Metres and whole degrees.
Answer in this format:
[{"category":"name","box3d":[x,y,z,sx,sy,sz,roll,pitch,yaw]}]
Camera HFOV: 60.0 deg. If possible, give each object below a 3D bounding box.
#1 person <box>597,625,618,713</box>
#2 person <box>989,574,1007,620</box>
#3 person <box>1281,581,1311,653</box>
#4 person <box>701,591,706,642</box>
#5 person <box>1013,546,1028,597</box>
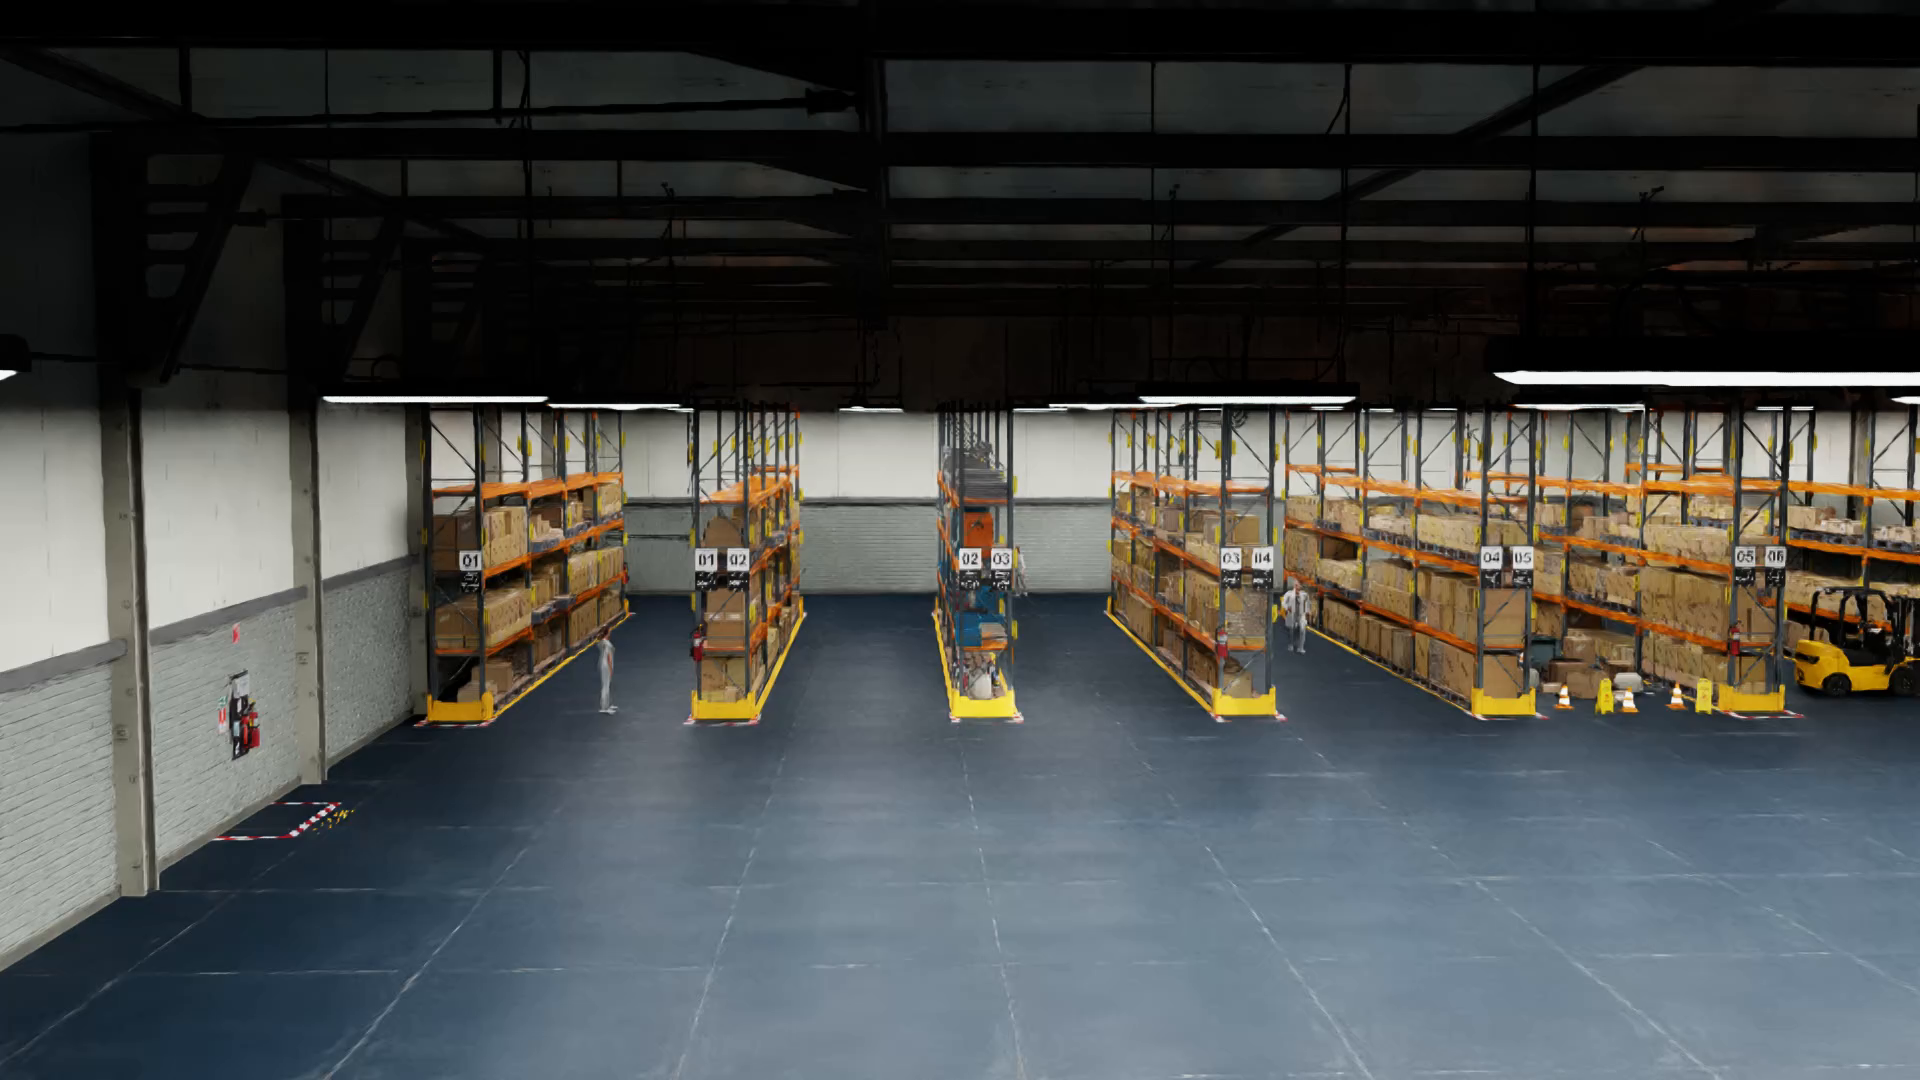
[{"category":"person","box3d":[-6.737,2.457,31.829,0.441,1.675,0.496,-3,5,-32]},{"category":"person","box3d":[0.997,1.412,46.107,0.490,1.597,0.999,-1,4,-10]},{"category":"person","box3d":[8.092,1.827,40.017,0.736,1.715,0.902,0,4,3]},{"category":"person","box3d":[-6.431,1.712,41.341,0.494,1.725,0.578,2,5,28]},{"category":"person","box3d":[1.889,0.986,52.070,0.462,1.587,0.512,3,5,37]}]
